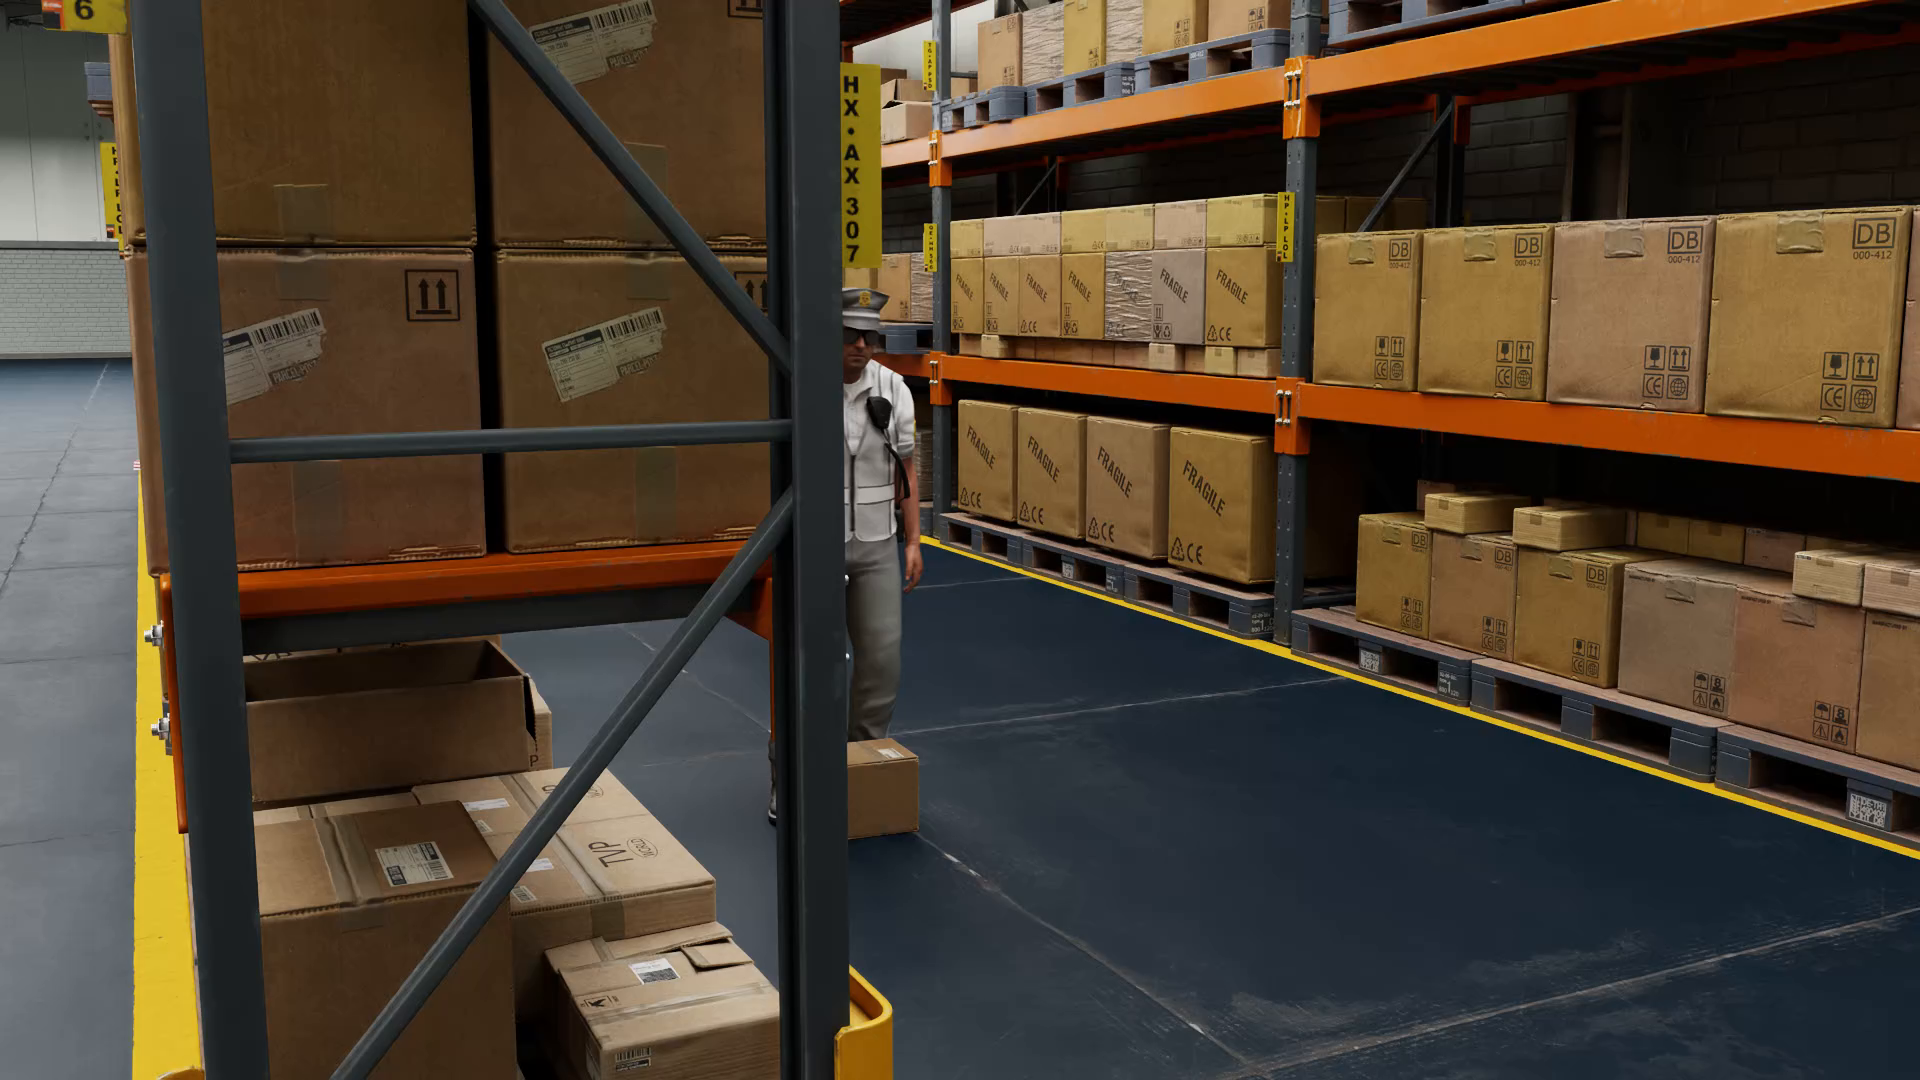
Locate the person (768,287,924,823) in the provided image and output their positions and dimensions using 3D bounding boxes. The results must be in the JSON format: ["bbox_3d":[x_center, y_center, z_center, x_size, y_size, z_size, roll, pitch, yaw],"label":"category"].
[{"bbox_3d":[-0.407,0.034,5.585,0.590,1.748,0.435,-4,9,-23],"label":"person"}]
